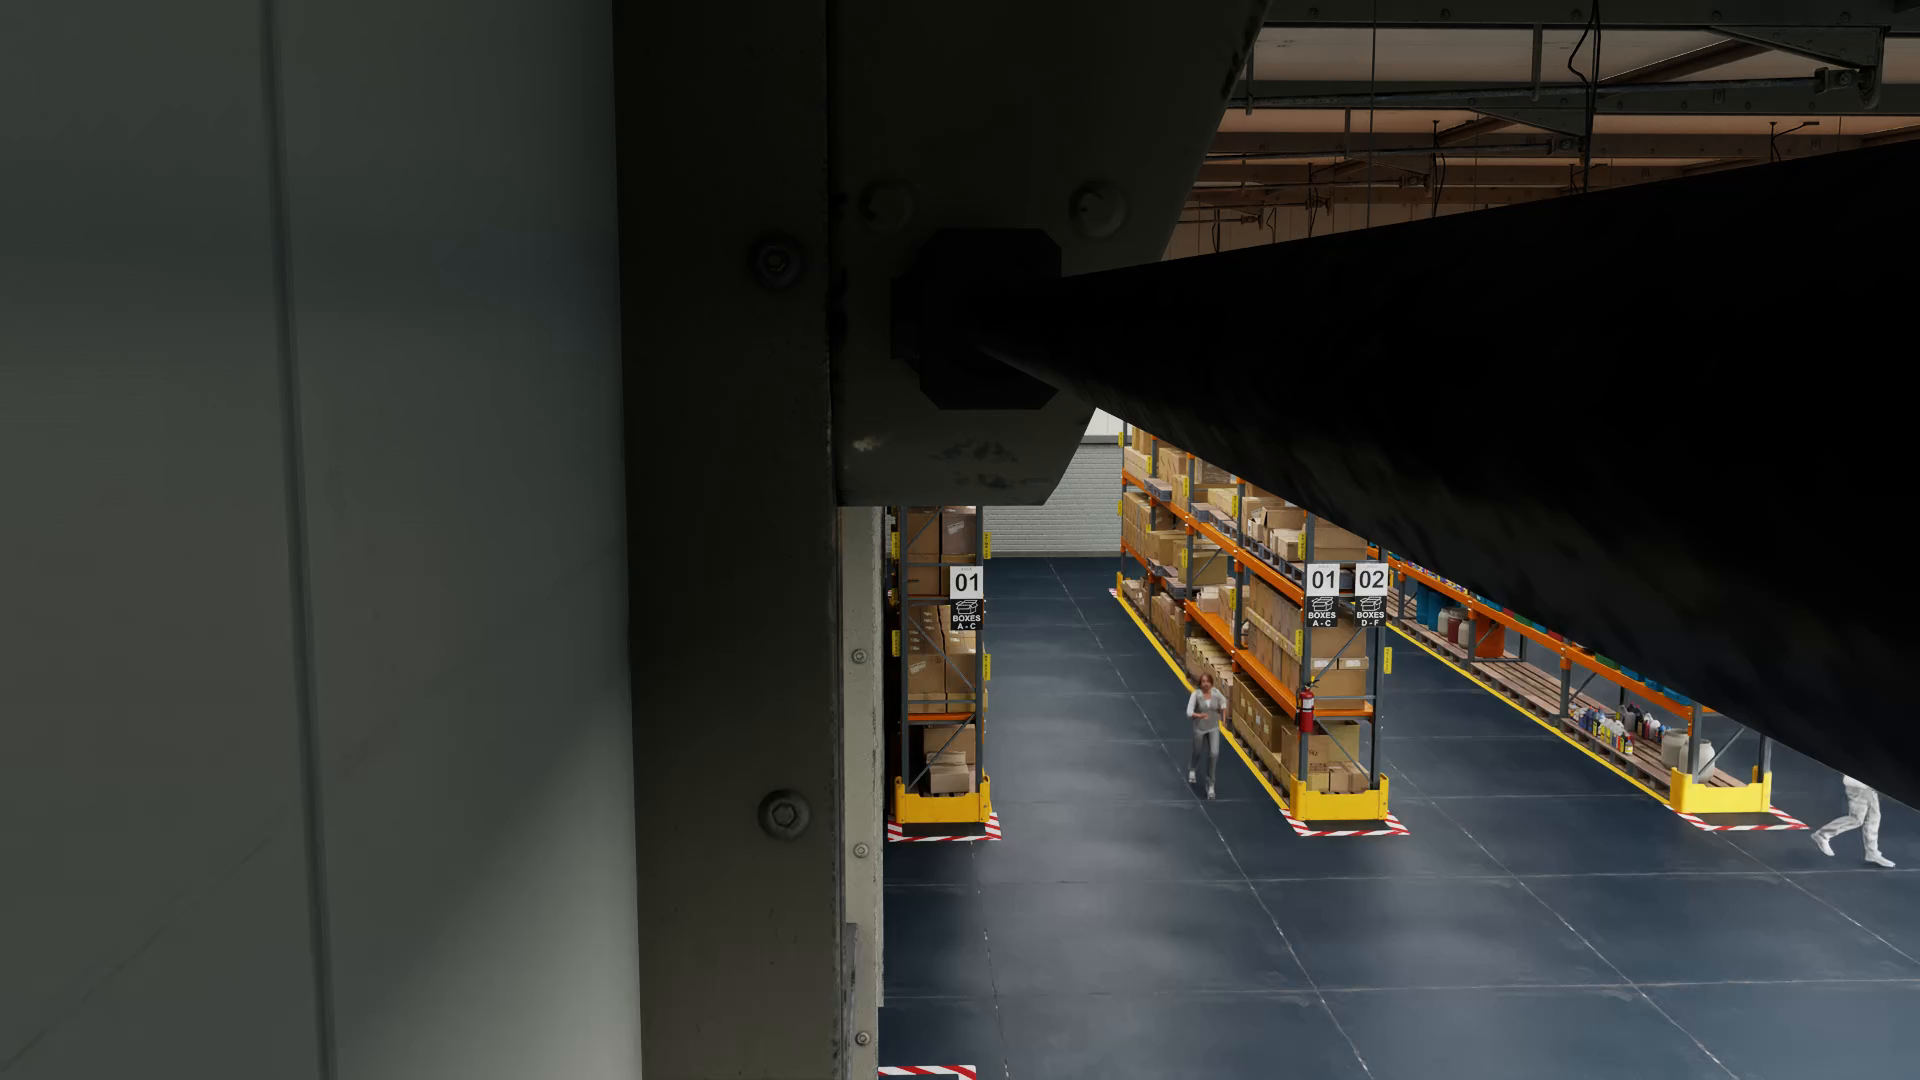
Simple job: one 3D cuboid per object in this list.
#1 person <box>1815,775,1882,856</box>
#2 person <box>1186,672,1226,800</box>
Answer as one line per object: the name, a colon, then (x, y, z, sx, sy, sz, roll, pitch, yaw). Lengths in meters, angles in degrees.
person: (10.218, 2.758, 18.960, 0.738, 1.717, 0.708, 5, 9, 31)
person: (3.206, 2.513, 21.693, 0.547, 1.618, 0.845, 0, 8, 0)
